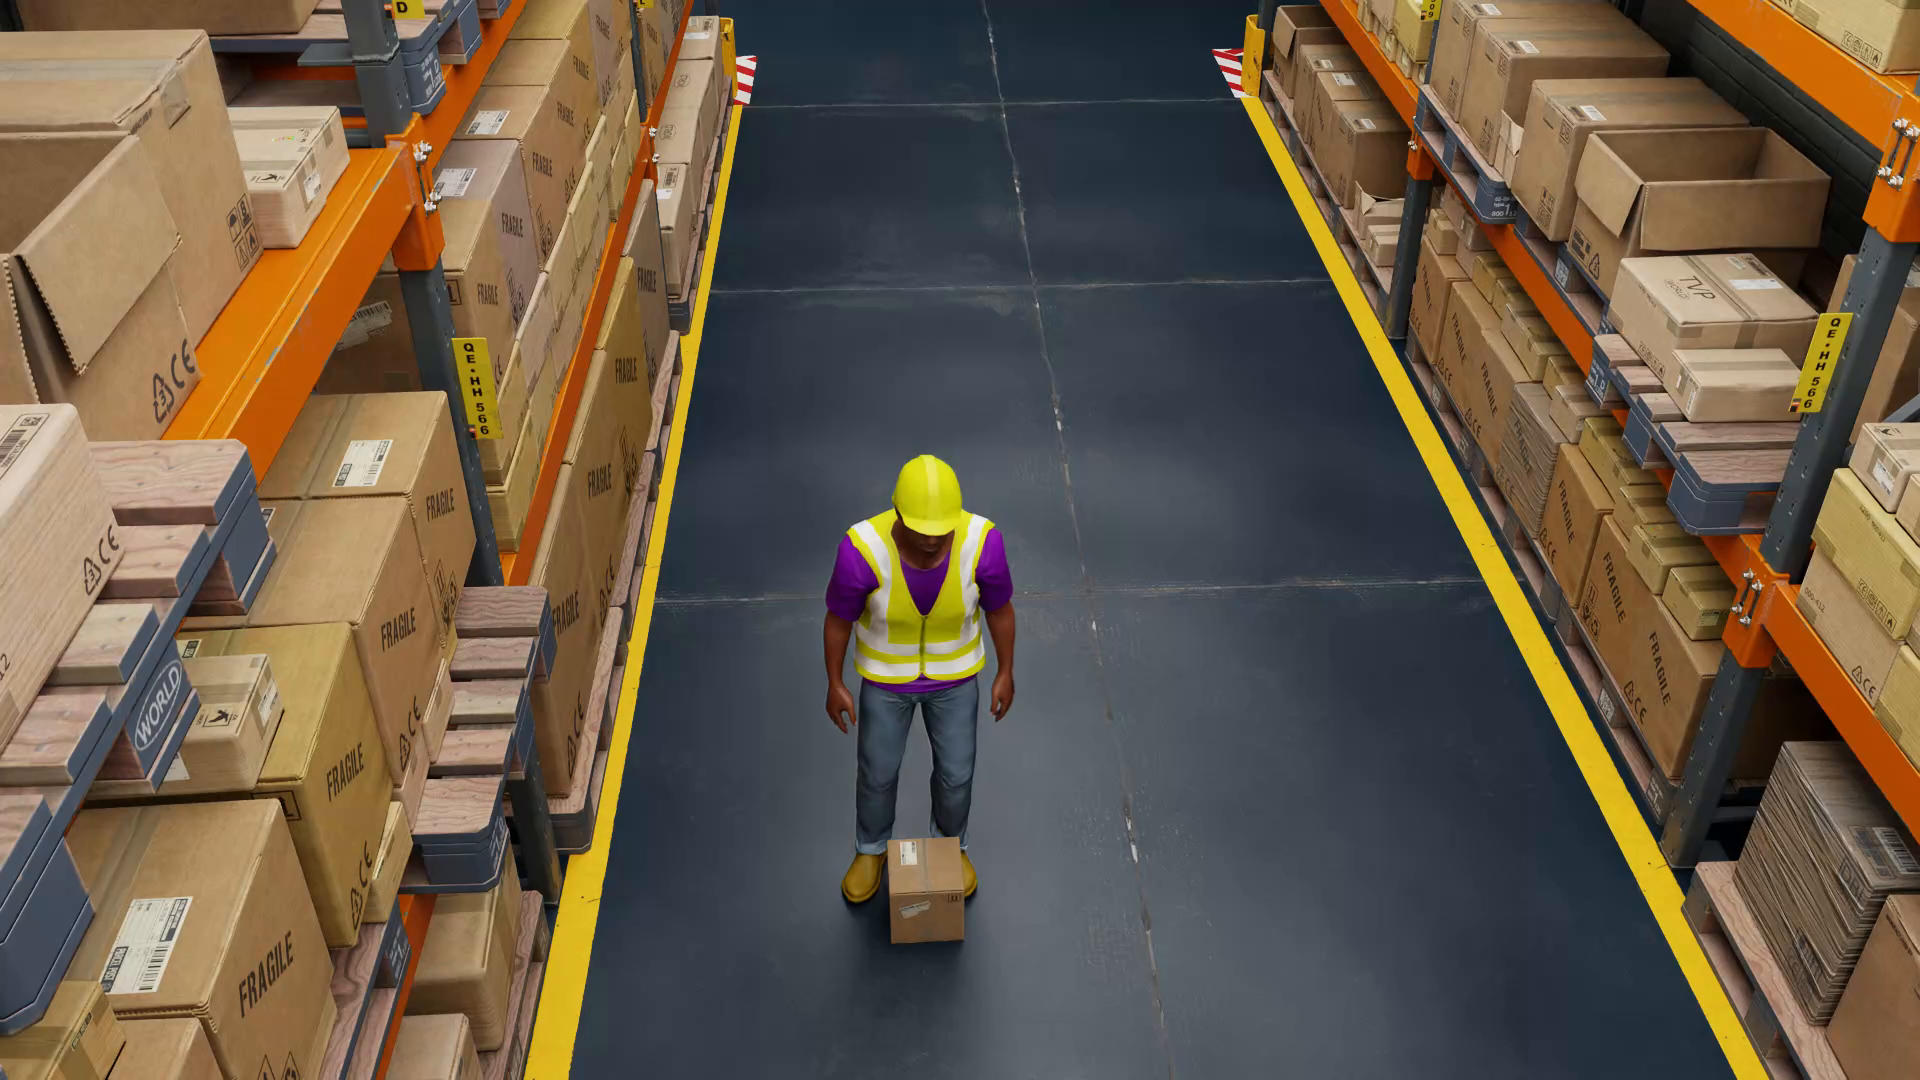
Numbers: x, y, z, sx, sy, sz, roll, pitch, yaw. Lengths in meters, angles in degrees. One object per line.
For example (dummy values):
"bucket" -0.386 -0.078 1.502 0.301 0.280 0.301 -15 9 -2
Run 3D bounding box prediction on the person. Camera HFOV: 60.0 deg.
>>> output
"person" -0.128 0.458 5.476 0.634 1.759 0.460 -4 35 -5
